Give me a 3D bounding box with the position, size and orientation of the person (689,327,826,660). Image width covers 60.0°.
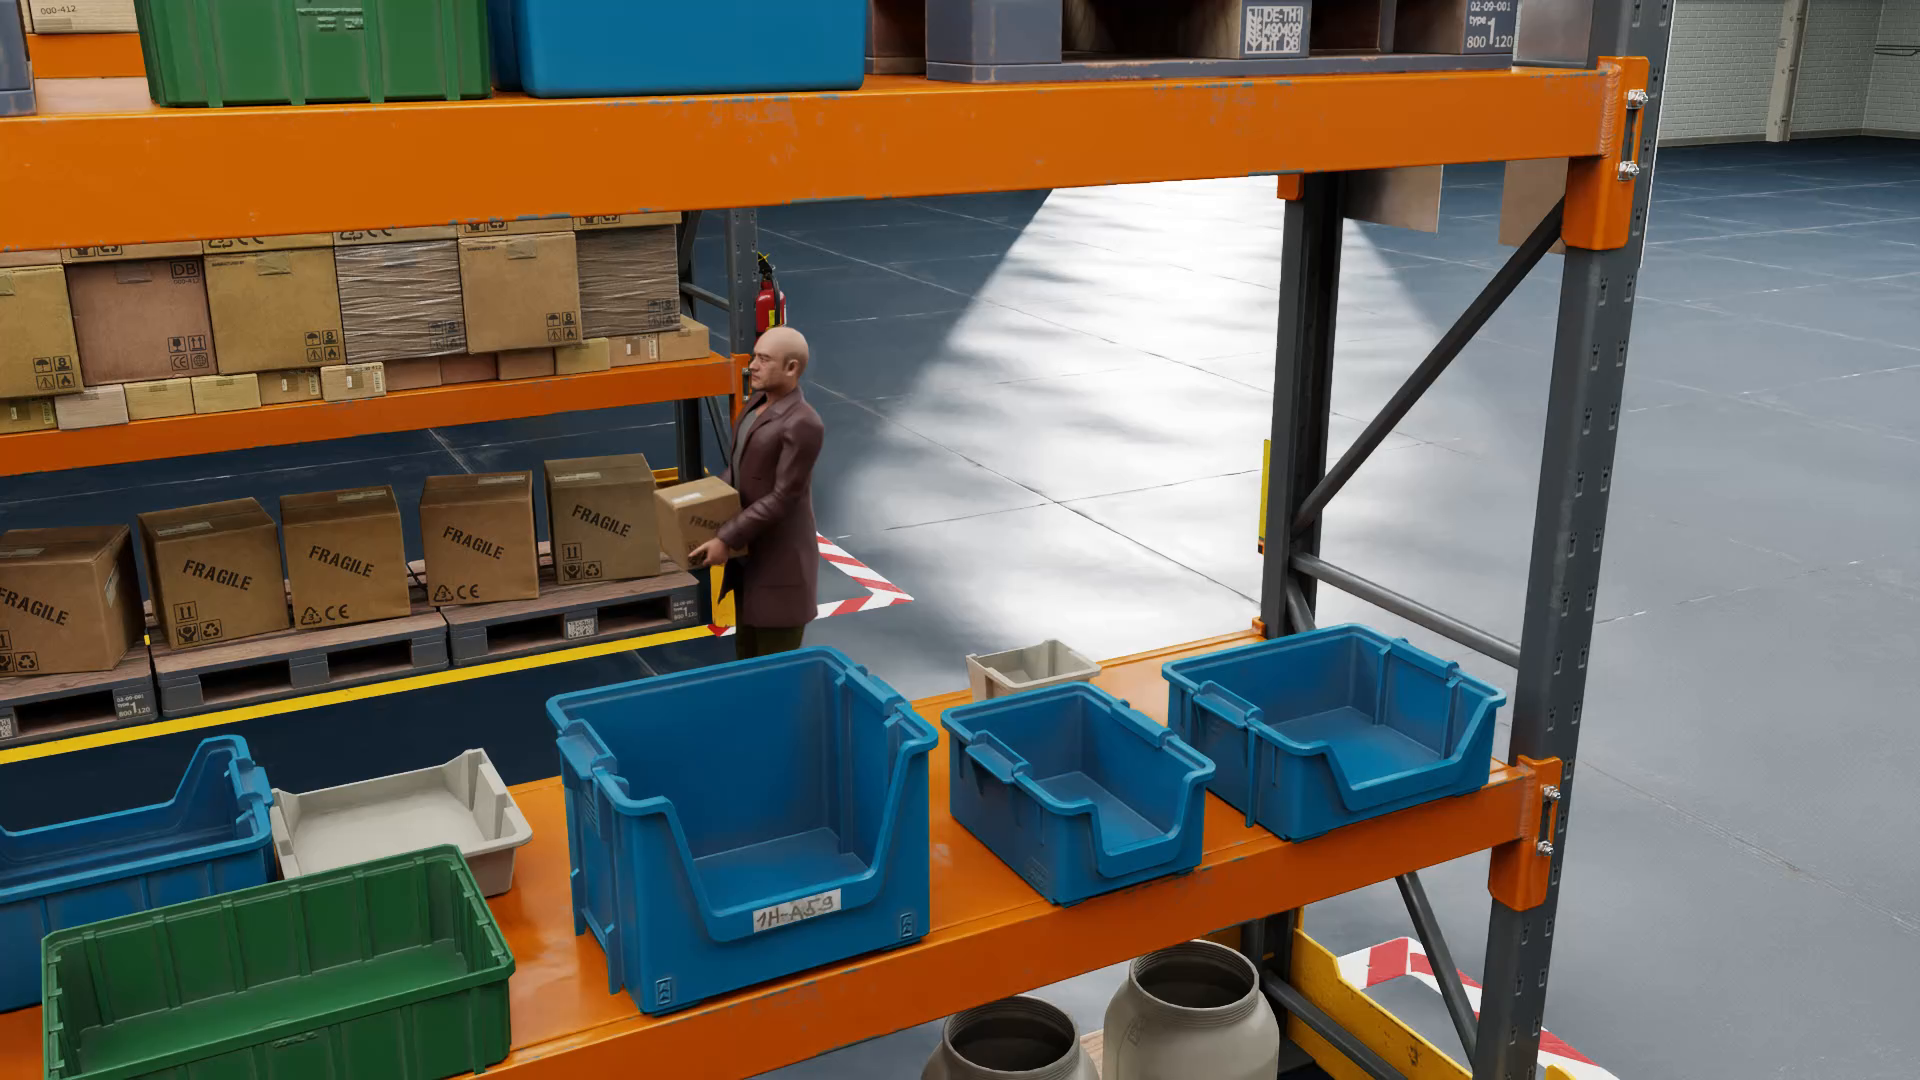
[{"bbox_3d":[-0.811,0.077,6.344,0.554,1.774,0.533,-10,20,-27],"label":"person"}]
